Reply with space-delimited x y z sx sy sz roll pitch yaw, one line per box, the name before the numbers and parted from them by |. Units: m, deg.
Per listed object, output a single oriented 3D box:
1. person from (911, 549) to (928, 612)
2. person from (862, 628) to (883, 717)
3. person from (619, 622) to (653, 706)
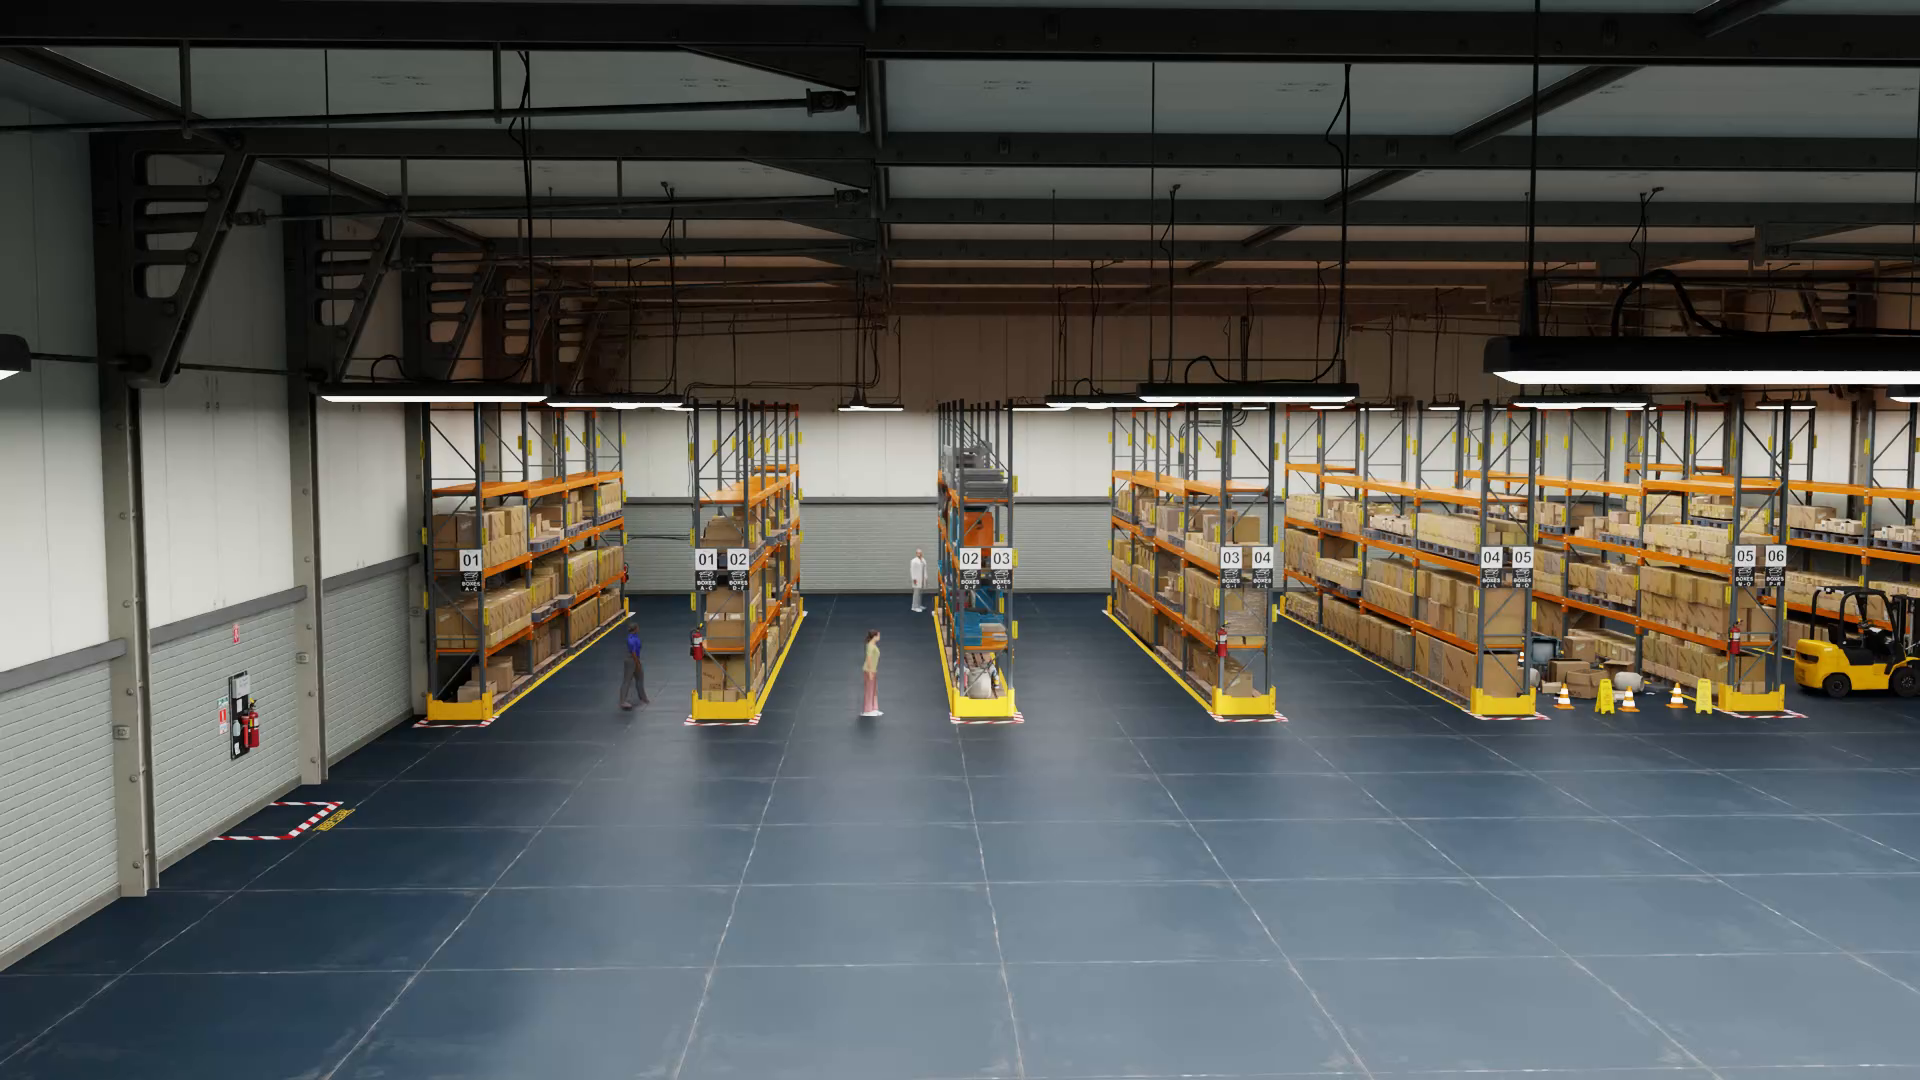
person | -1.184 1.171 48.360 0.428 1.800 0.630 3 5 32
person | -1.652 2.509 31.472 0.385 1.684 0.477 0 4 2
person | -6.377 2.439 32.639 0.560 1.660 0.647 0 4 5
